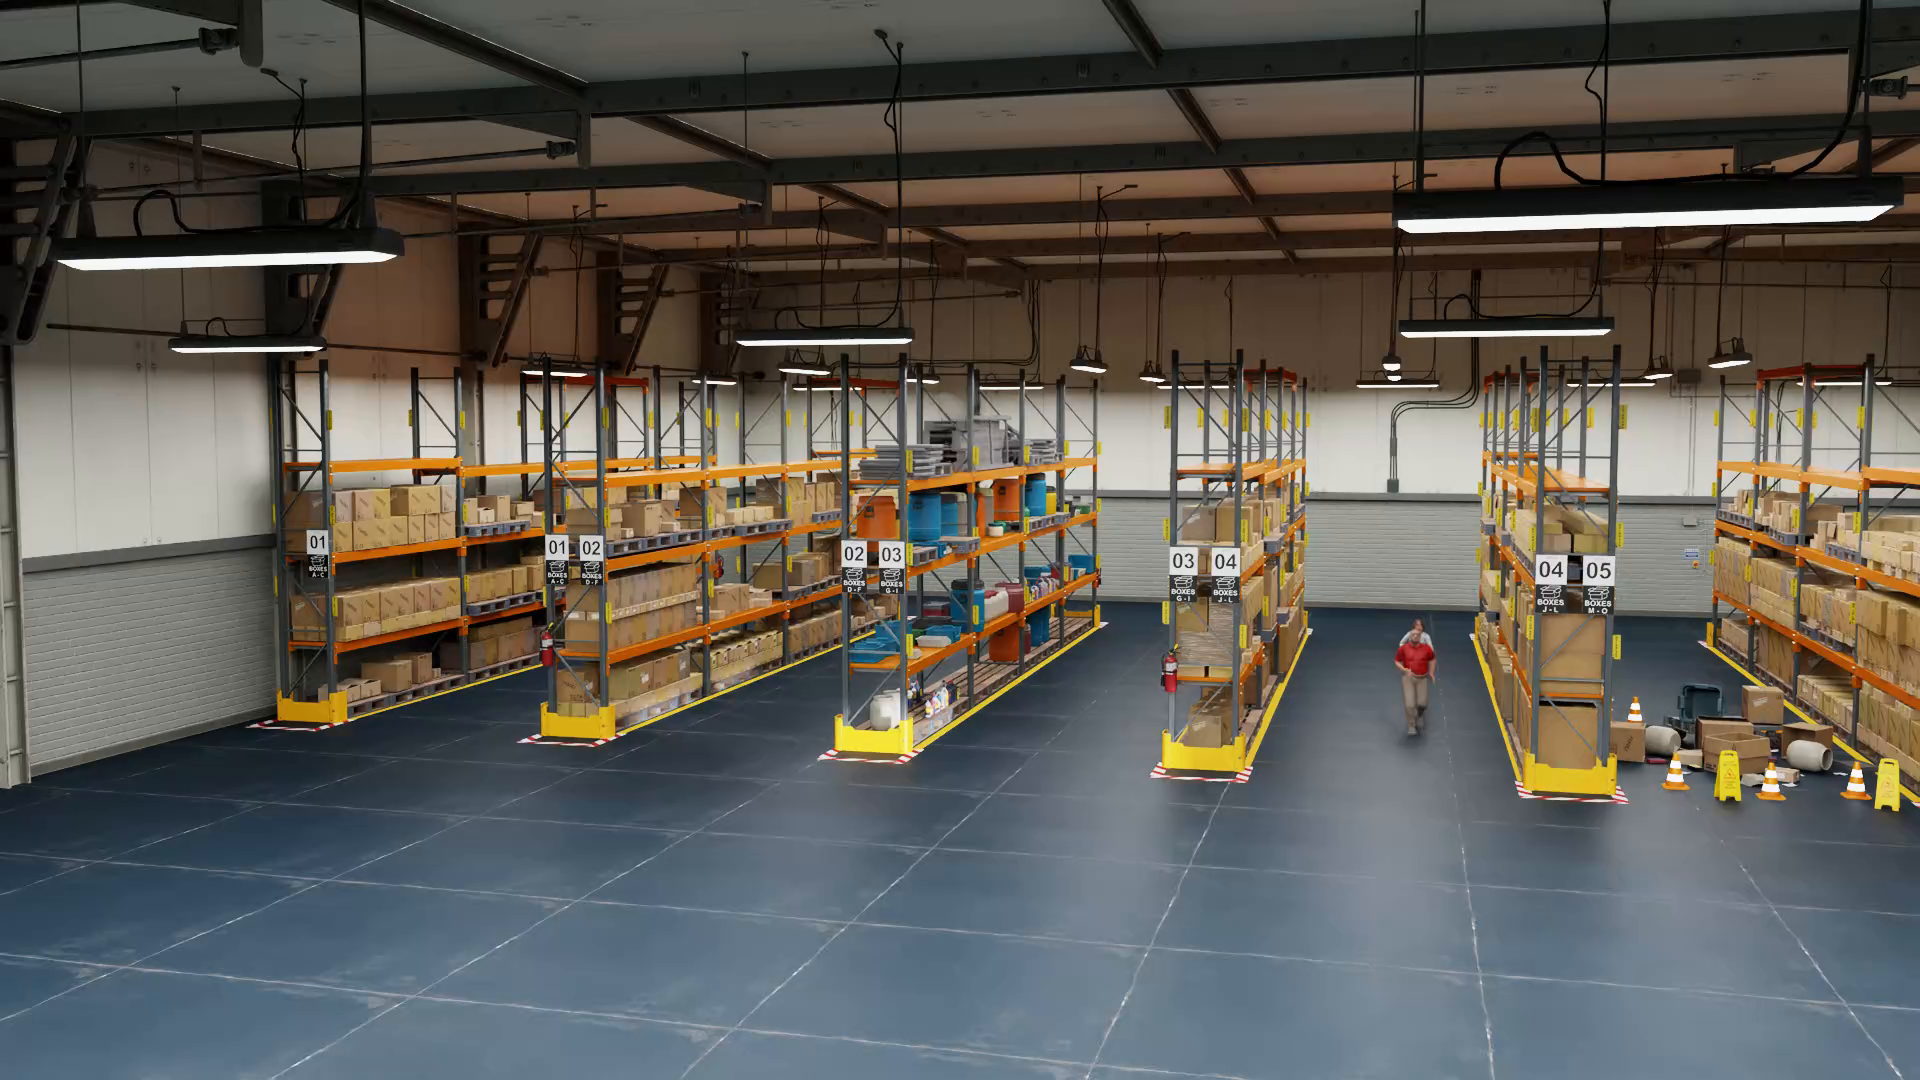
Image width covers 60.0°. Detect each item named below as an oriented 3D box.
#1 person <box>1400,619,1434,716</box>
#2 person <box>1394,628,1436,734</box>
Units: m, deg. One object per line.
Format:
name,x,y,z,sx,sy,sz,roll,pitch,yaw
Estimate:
person,7.792,2.145,28.353,0.530,1.617,0.774,0,4,6
person,7.264,2.258,26.515,0.658,1.686,0.591,1,4,10
